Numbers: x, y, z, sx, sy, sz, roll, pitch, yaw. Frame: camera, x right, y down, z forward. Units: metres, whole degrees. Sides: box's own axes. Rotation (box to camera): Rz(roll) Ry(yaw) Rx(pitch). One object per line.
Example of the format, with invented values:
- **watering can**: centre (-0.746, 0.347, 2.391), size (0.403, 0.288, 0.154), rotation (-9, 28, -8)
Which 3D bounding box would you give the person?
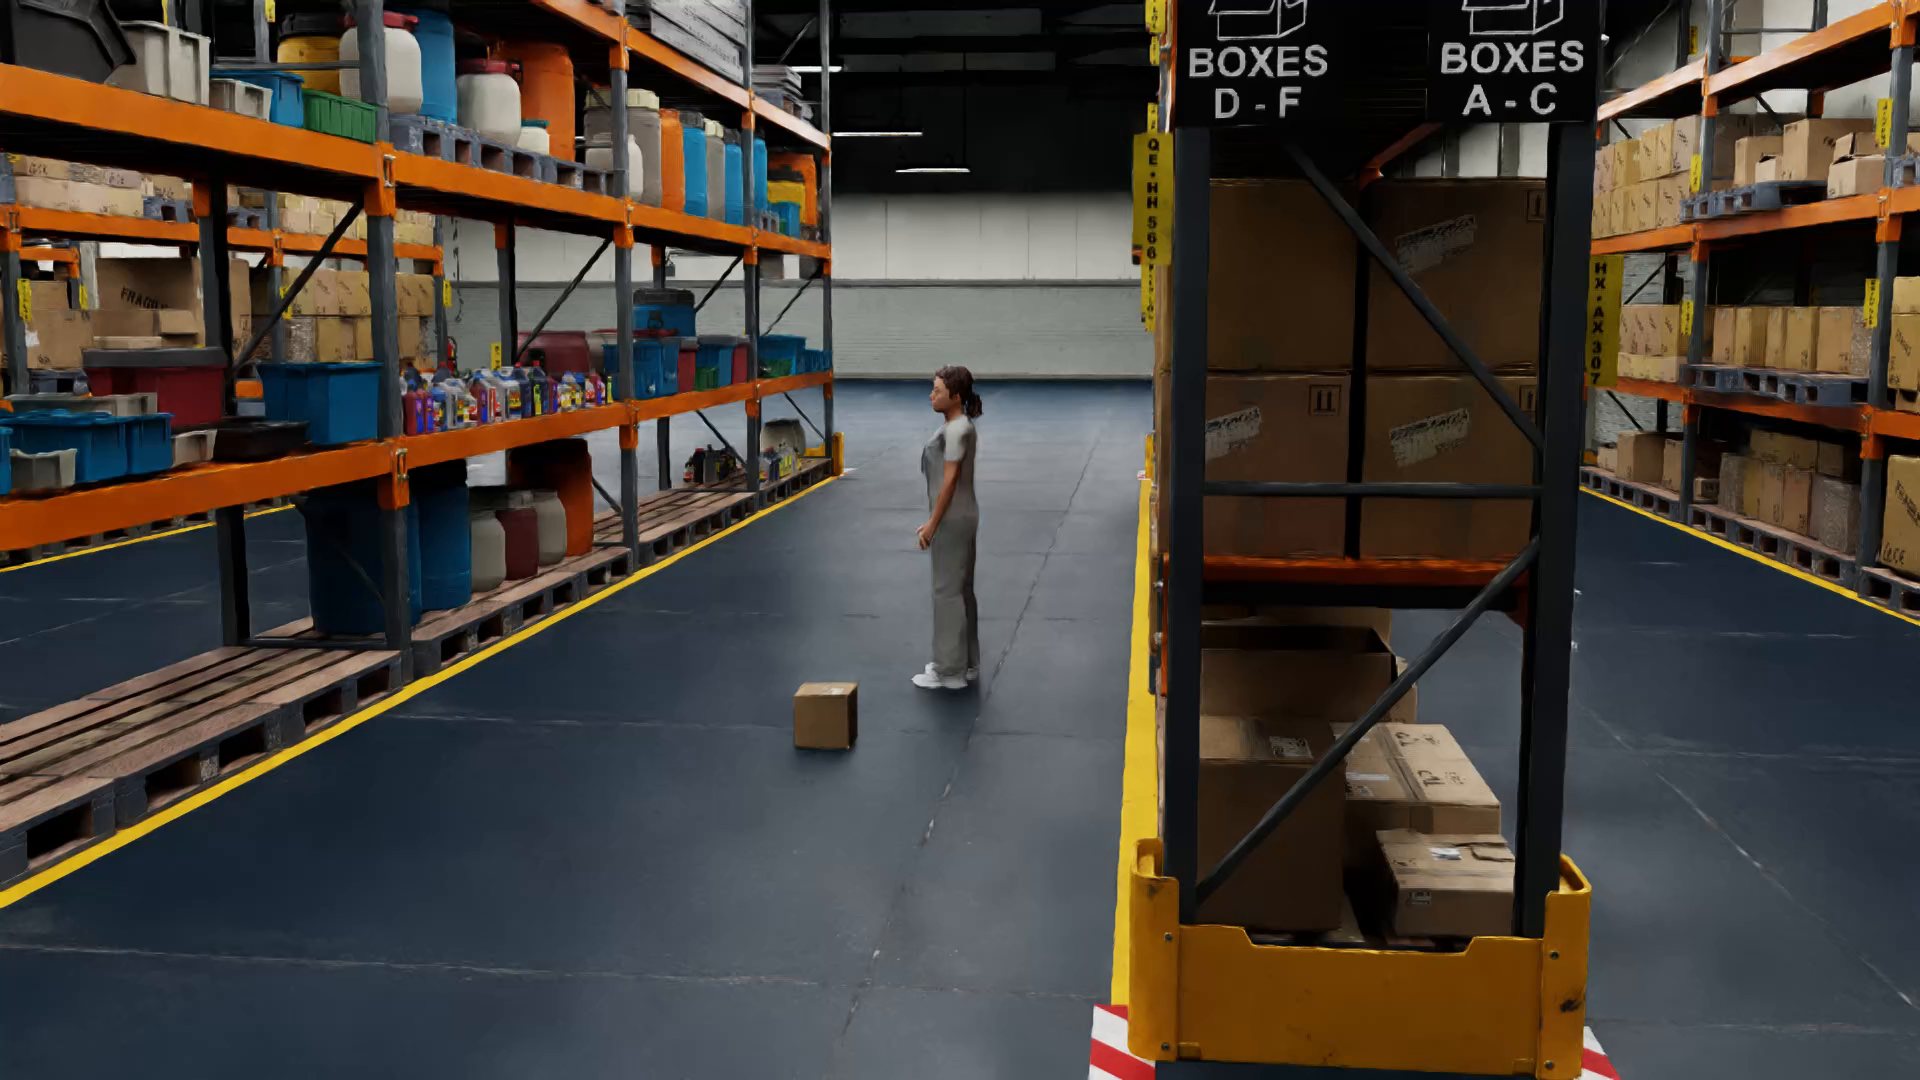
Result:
- **person**: centre (-0.068, -0.054, 8.688), size (0.357, 1.640, 0.480), rotation (0, 8, 3)
